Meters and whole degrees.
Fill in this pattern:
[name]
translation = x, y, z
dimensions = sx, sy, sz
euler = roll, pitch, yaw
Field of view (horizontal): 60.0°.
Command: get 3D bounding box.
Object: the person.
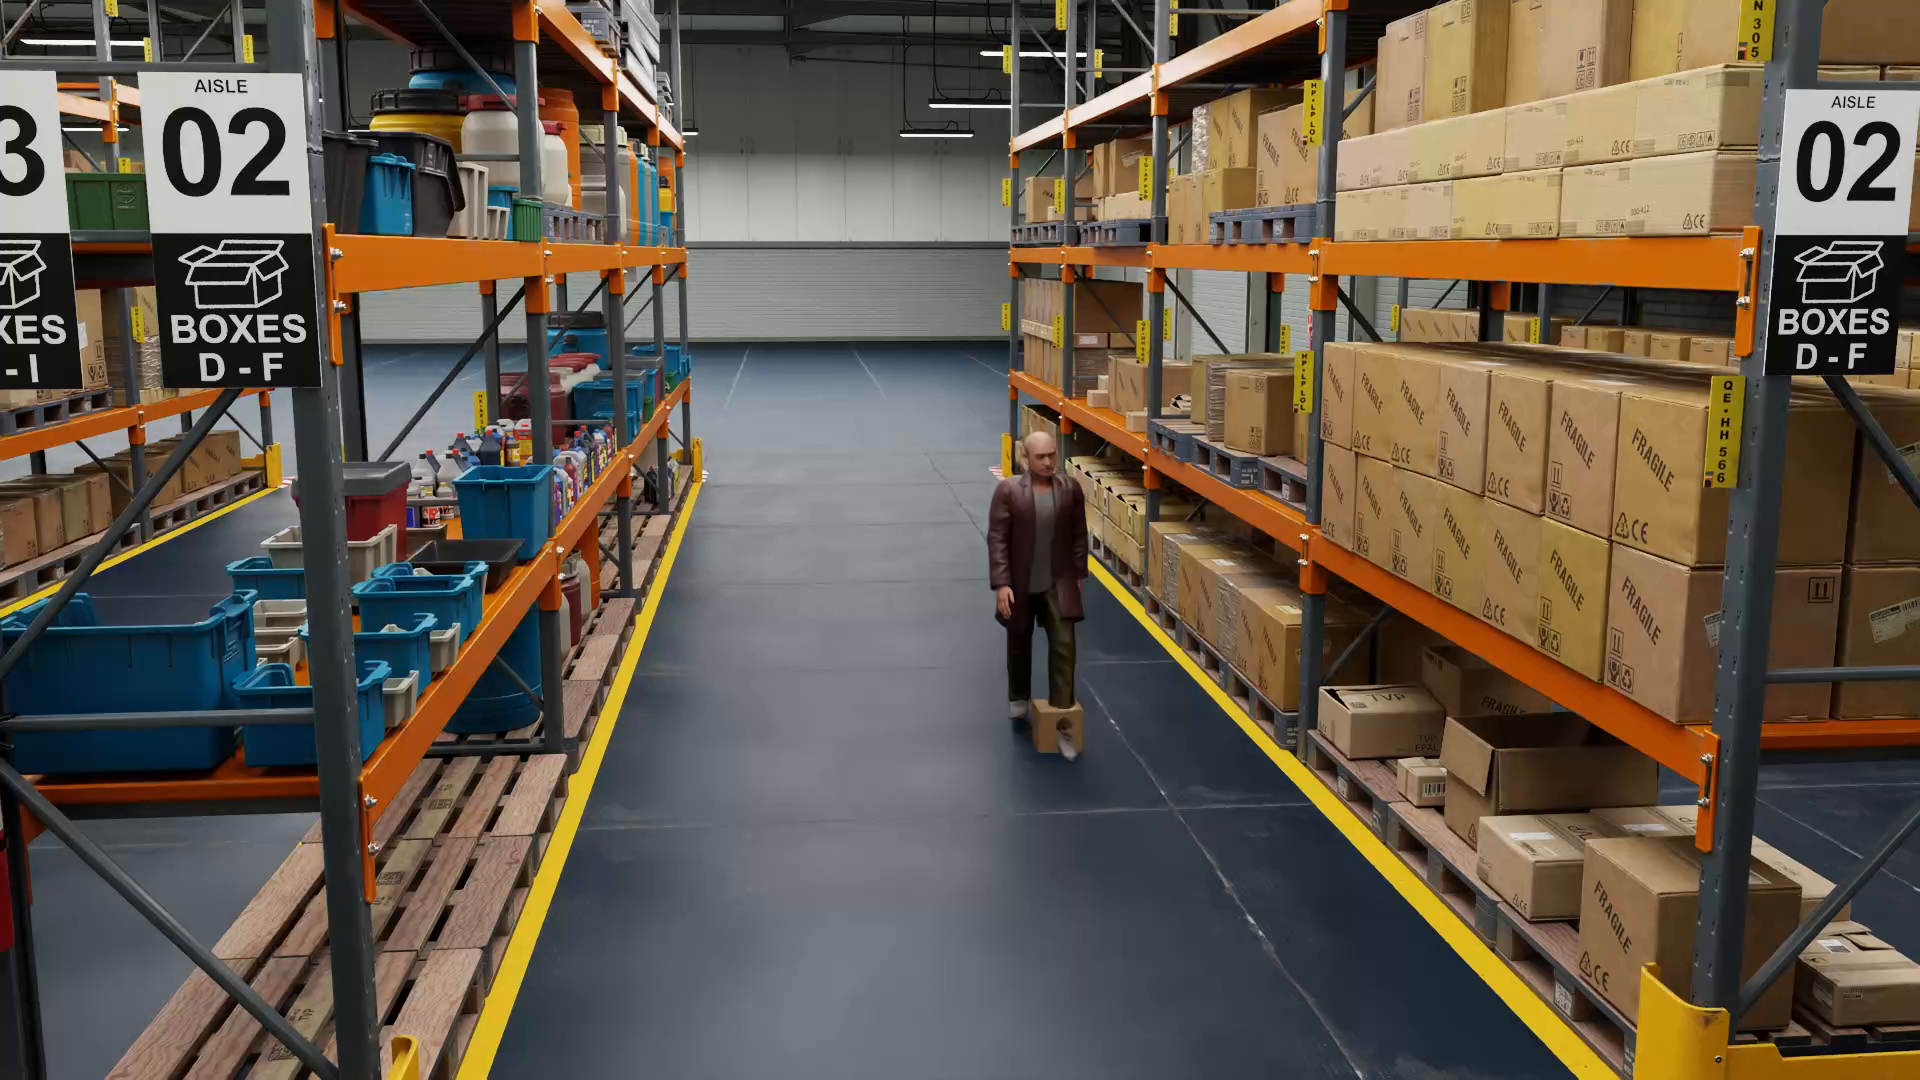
[person]
translation = 0.449, 0.273, 9.436
dimensions = 0.604, 1.786, 0.983
euler = -1, 10, -5
